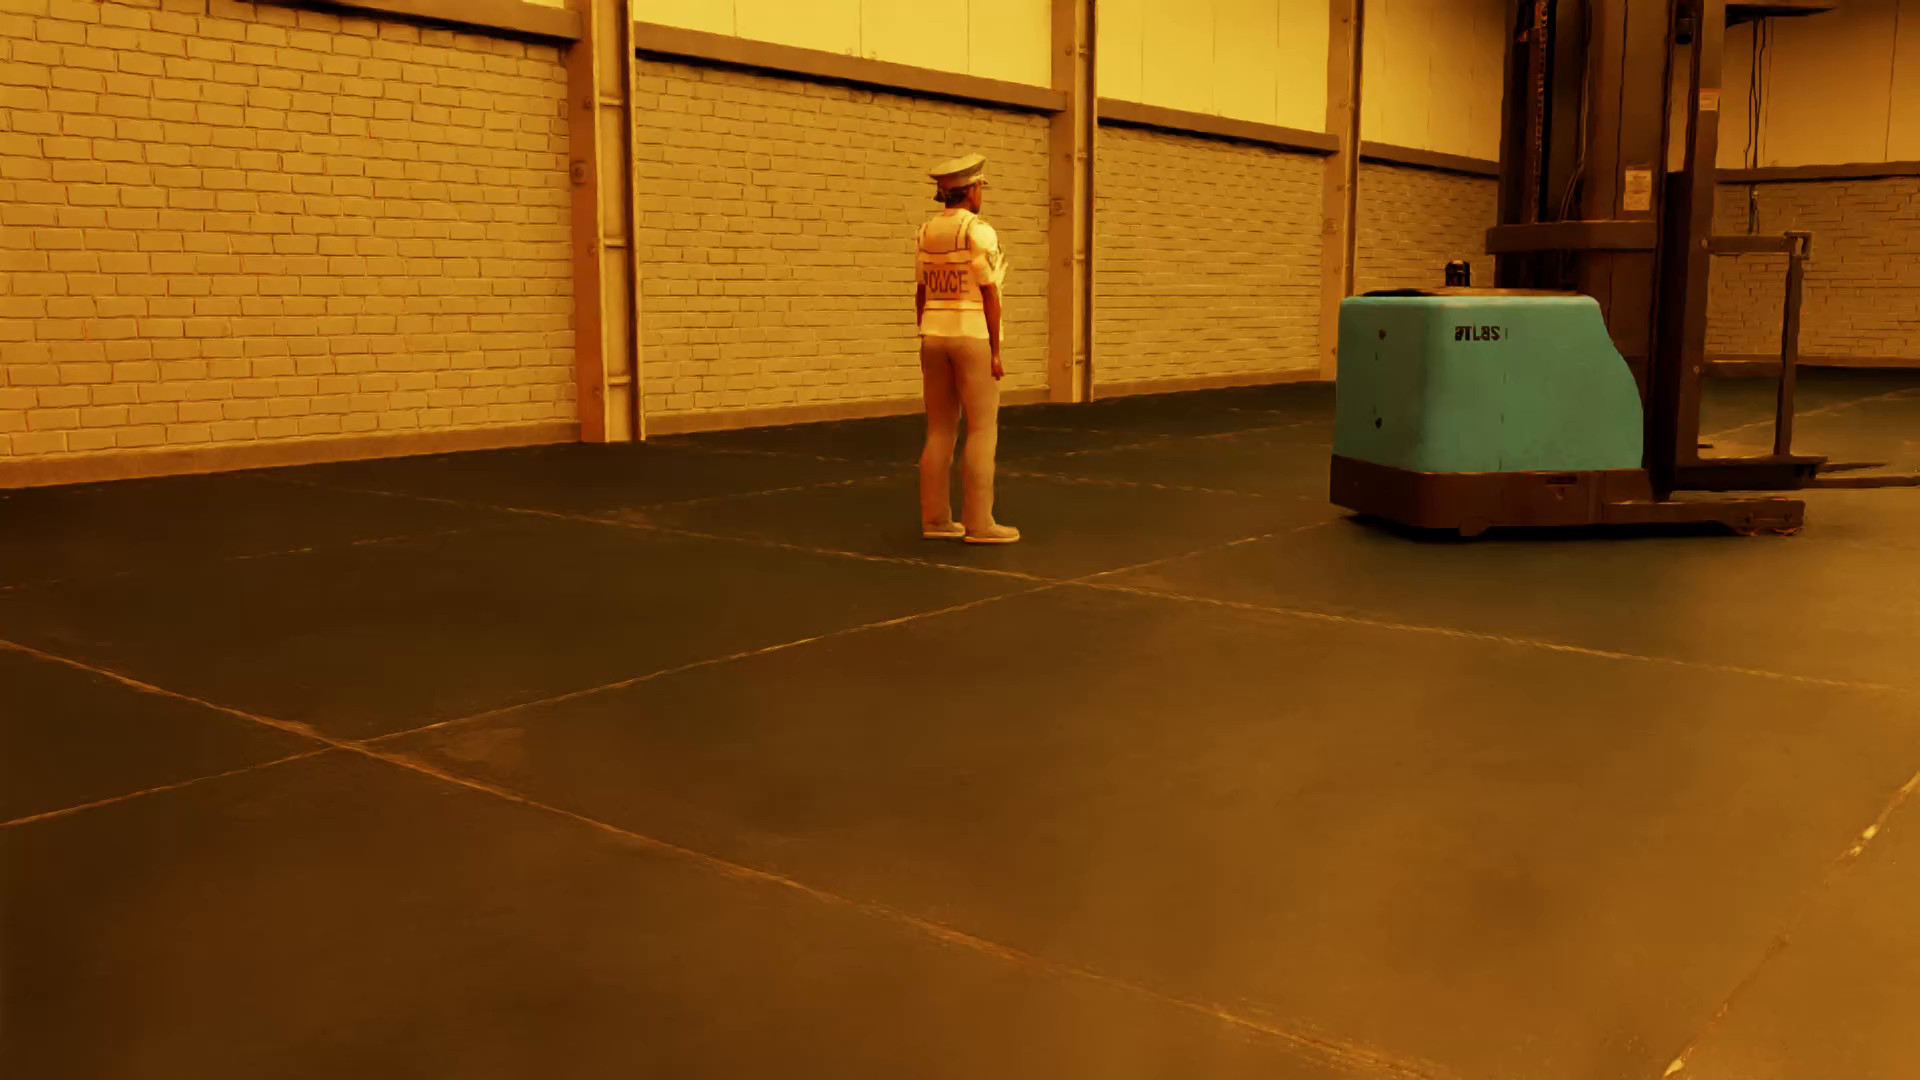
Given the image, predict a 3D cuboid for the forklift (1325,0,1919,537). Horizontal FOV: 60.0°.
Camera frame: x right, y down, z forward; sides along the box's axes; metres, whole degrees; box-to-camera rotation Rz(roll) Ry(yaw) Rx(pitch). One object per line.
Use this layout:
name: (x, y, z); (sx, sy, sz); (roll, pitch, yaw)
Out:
forklift: (3.363, -1.545, 7.839); (3.031, 2.935, 1.130); (-2, 8, -11)

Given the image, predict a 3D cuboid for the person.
person: (0.018, -0.832, 7.295); (0.446, 1.685, 0.339); (7, 11, 38)
